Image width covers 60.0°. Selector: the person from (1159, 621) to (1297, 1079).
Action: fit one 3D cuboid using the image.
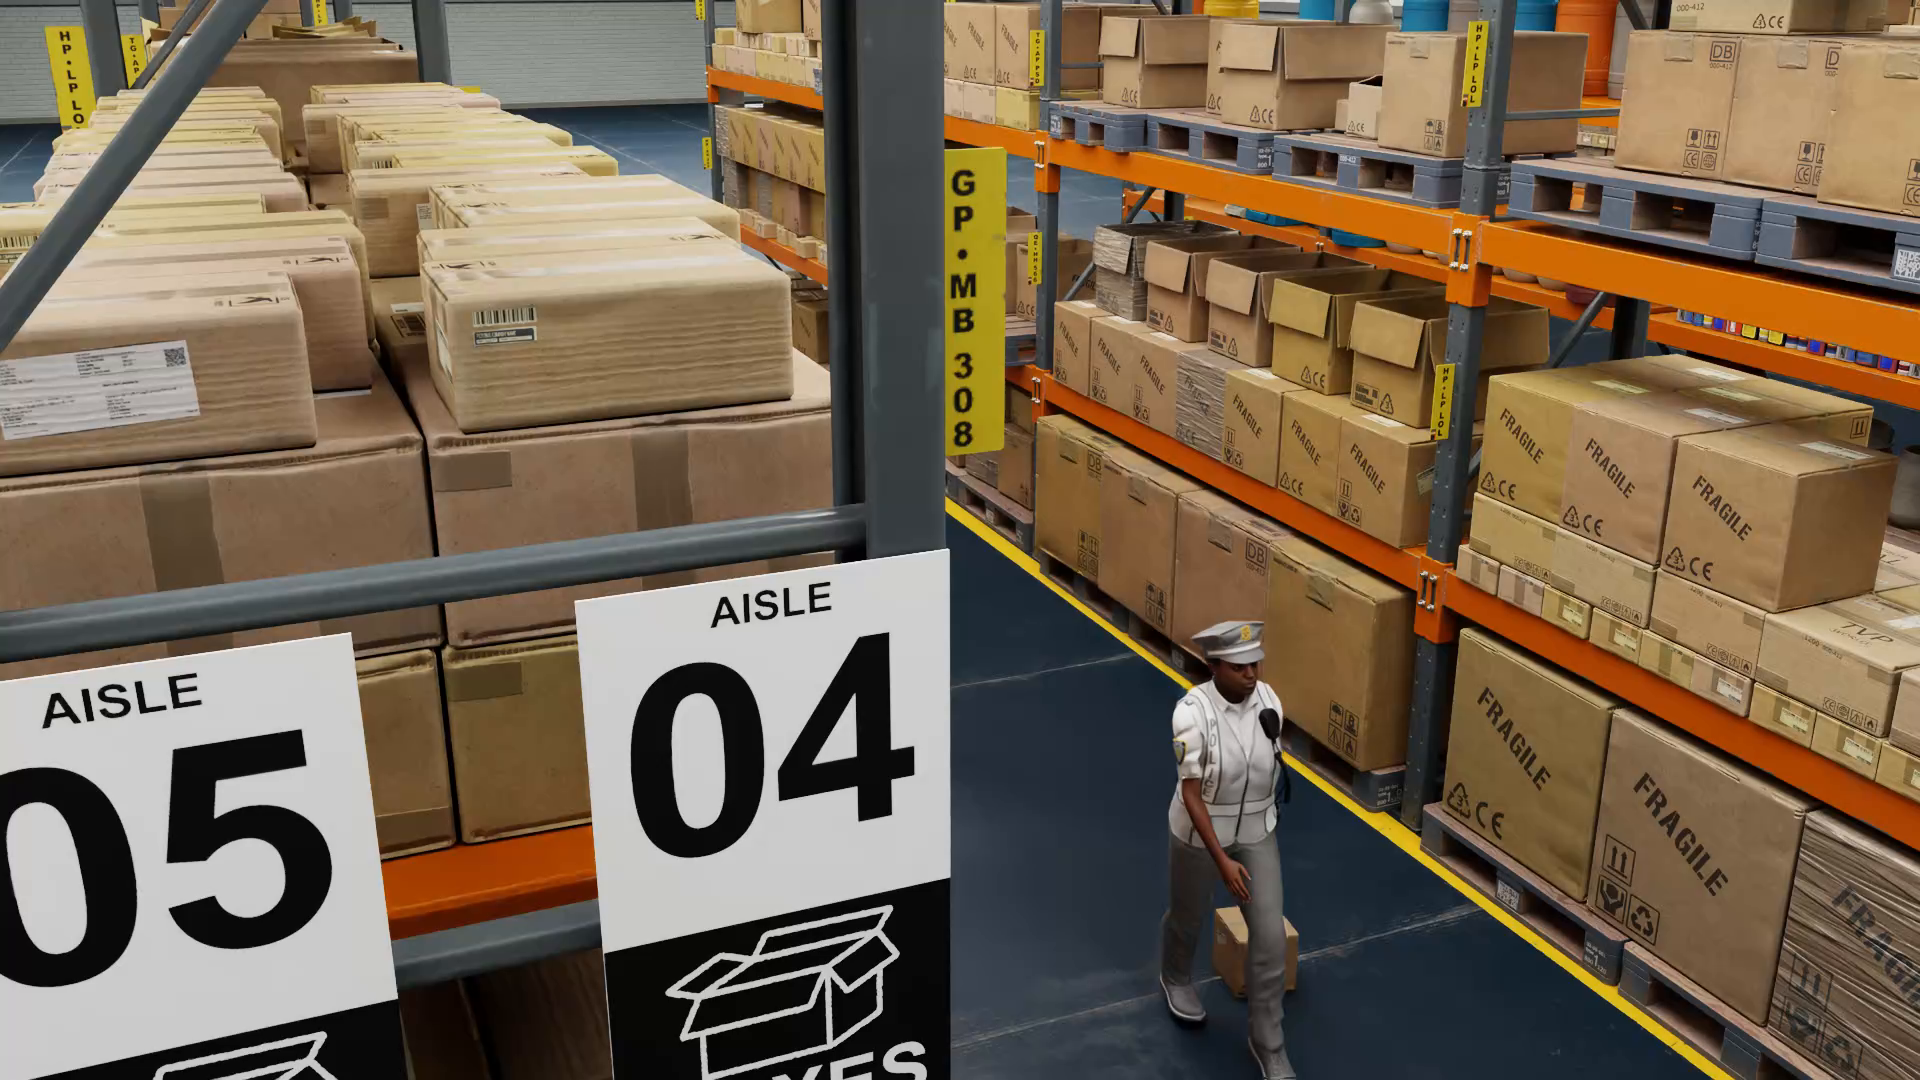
[{"bbox_3d":[0.959,1.086,5.913,0.447,1.735,0.745,-5,20,-14],"label":"person"}]
